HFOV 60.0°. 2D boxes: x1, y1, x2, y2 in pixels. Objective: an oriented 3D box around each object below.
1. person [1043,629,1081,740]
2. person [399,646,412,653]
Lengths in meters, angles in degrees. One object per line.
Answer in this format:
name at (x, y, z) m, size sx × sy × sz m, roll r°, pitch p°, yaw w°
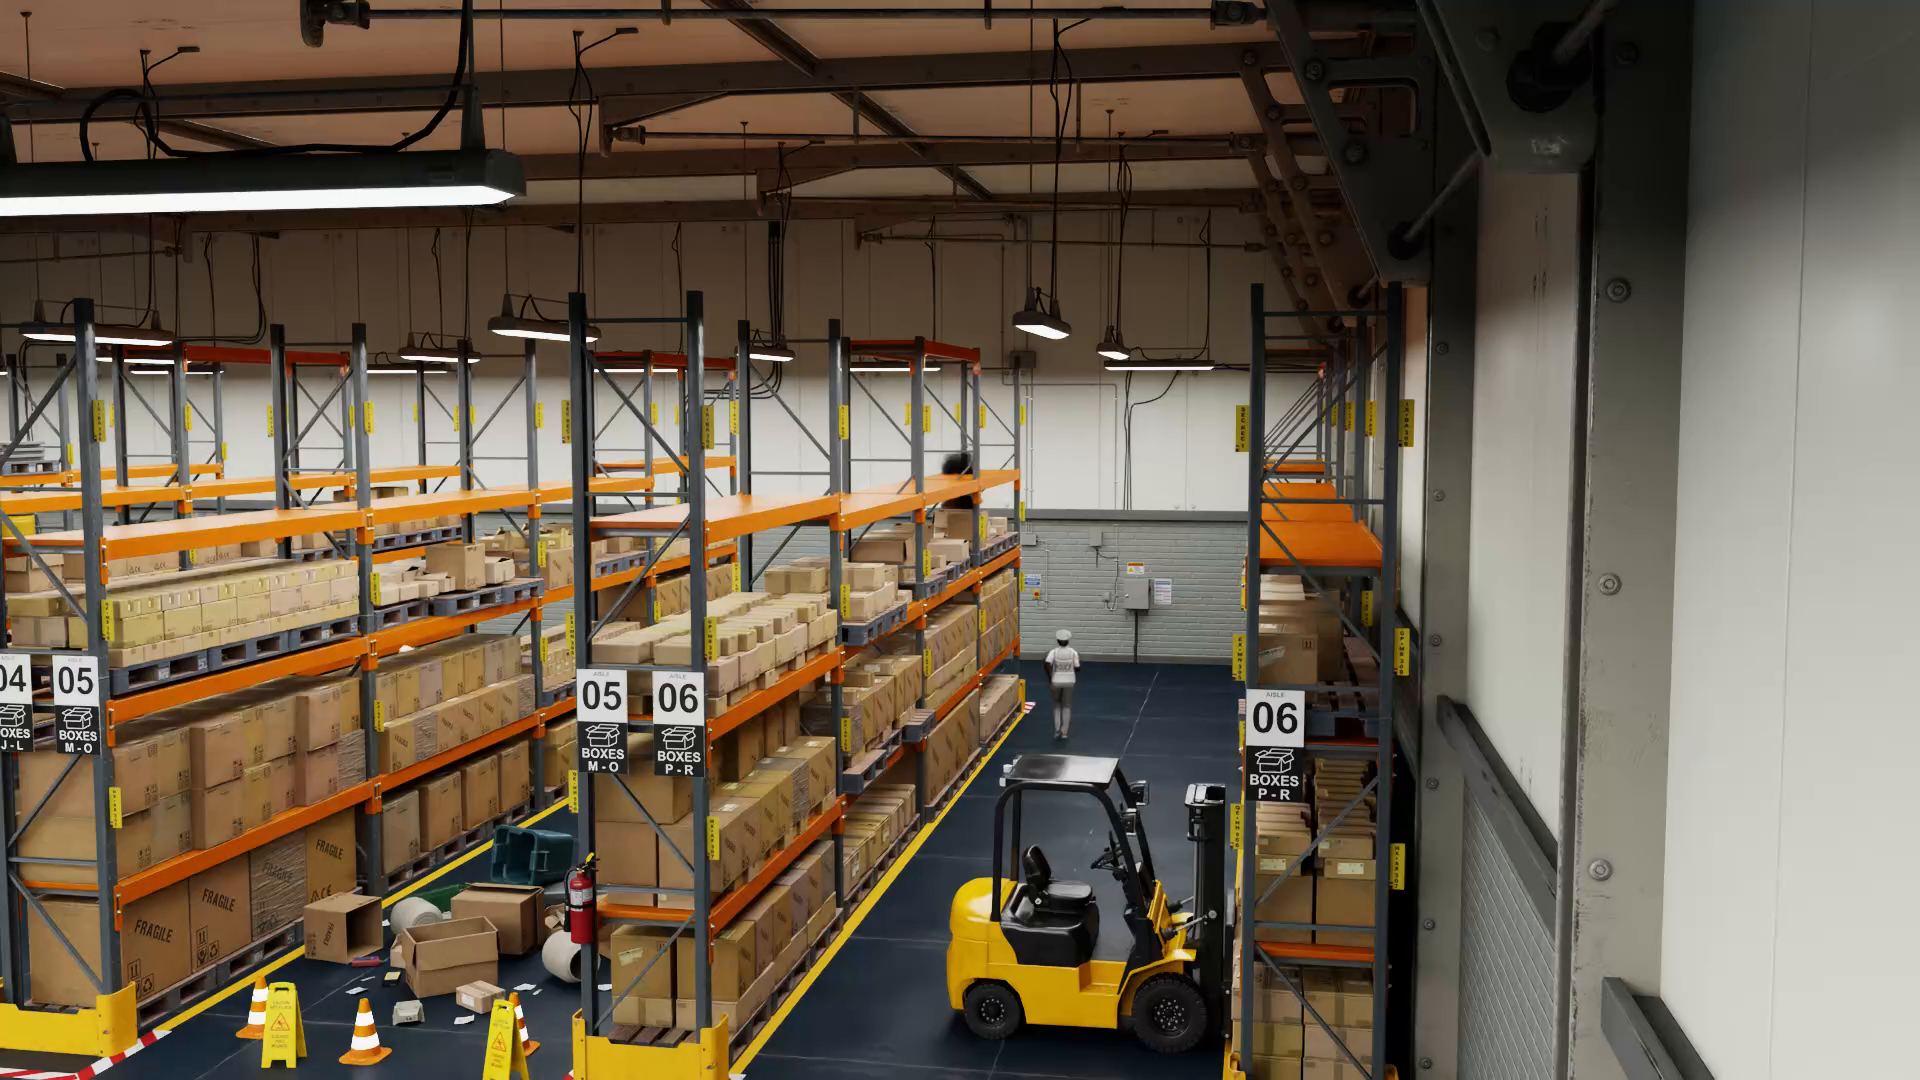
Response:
person at (1.574, 2.243, 25.550) m, size 0.555 × 1.745 × 0.686 m, roll 1°, pitch 5°, yaw 8°
person at (-7.962, 2.381, 23.990) m, size 0.660 × 1.731 × 0.624 m, roll 0°, pitch 5°, yaw -6°
